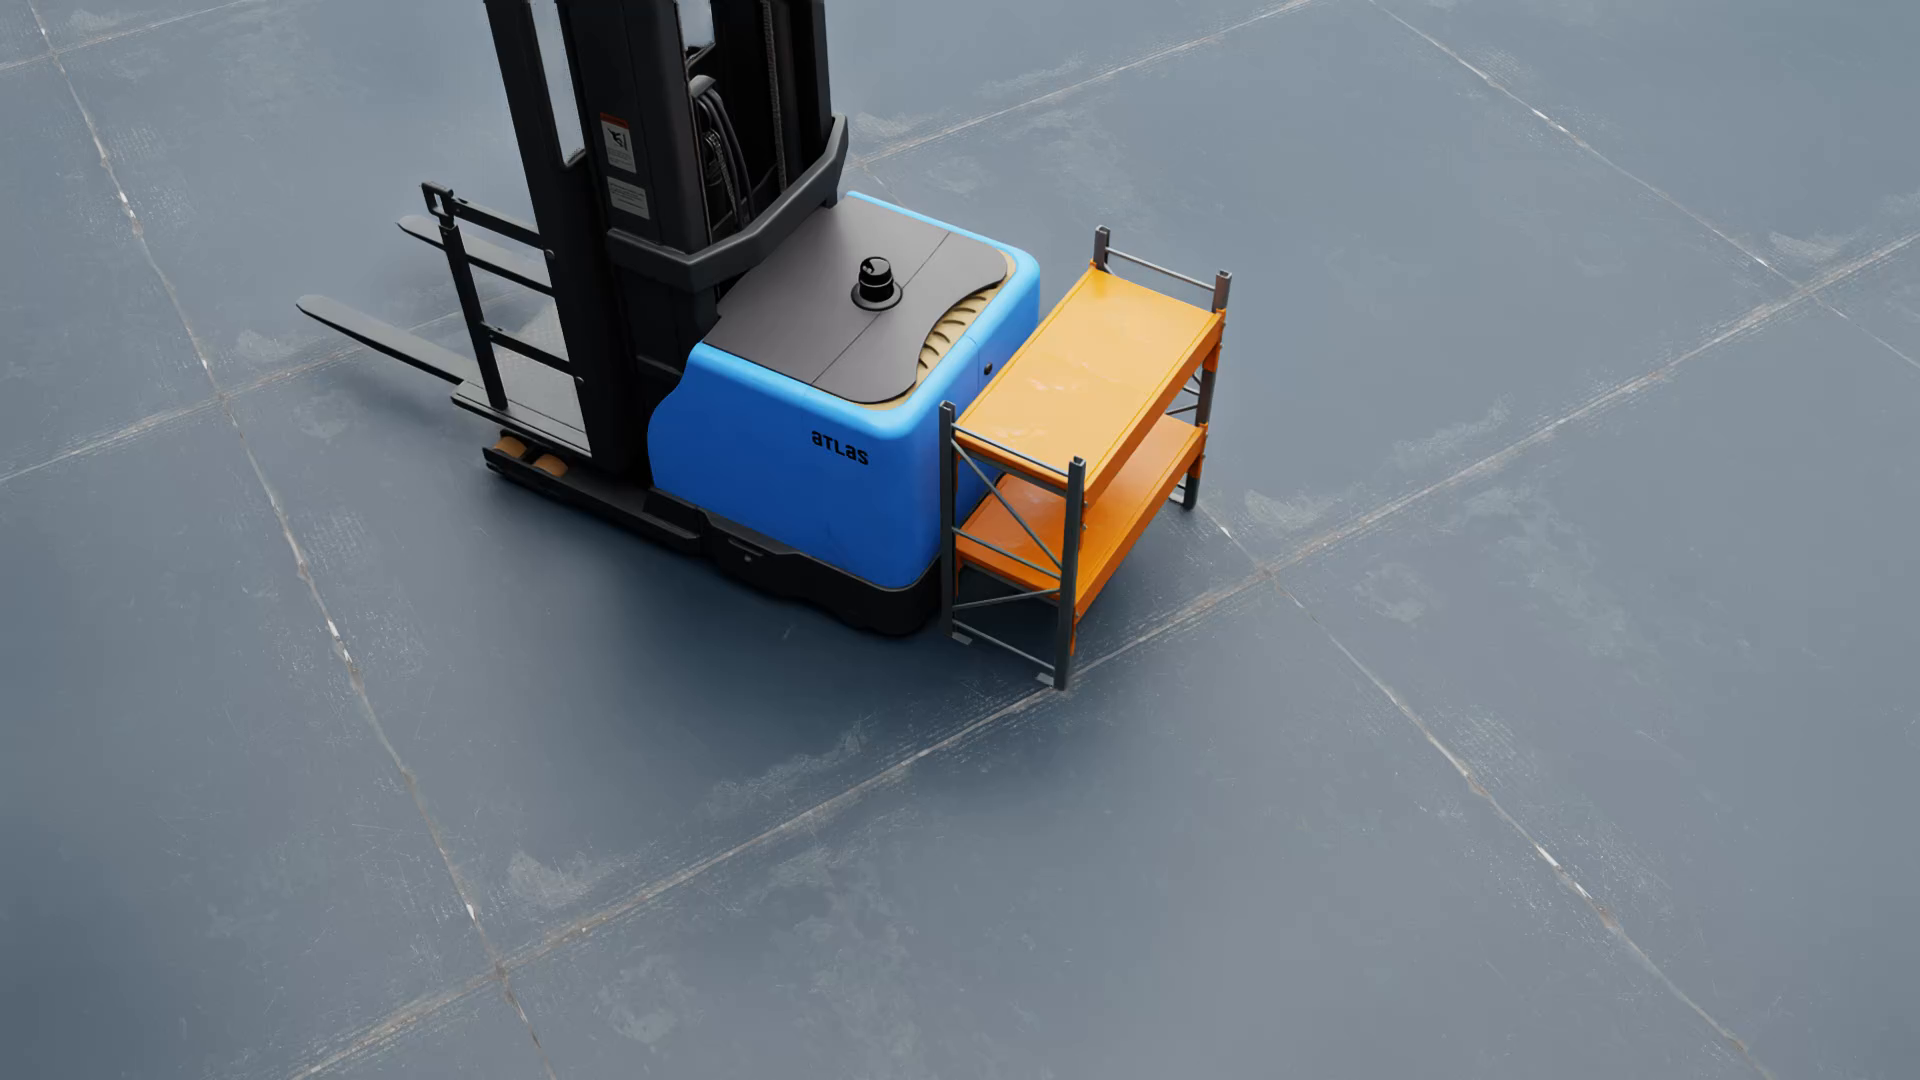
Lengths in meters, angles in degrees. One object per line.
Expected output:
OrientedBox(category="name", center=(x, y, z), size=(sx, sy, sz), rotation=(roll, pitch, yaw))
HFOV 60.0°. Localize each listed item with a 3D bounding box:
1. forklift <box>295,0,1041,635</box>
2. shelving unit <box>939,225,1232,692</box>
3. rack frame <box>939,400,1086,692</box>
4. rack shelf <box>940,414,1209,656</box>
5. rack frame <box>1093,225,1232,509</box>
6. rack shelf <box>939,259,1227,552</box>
OrientedBox(category="forklift", center=(-1.247, -1.460, 5.588), size=(3.031, 2.935, 1.130), rotation=(23, 52, 19))
OrientedBox(category="shelving unit", center=(0.420, -0.276, 5.743), size=(0.538, 1.125, 1.048), rotation=(24, 53, 20))
OrientedBox(category="rack frame", center=(0.155, 0.048, 5.454), size=(0.500, 1.125, 0.032), rotation=(24, 53, 20))
OrientedBox(category="rack shelf", center=(0.420, -0.113, 5.925), size=(0.538, 0.278, 1.000), rotation=(24, 53, 20))
OrientedBox(category="rack frame", center=(0.684, -0.600, 6.031), size=(0.500, 1.125, 0.032), rotation=(24, 53, 20))
OrientedBox(category="rack shelf", center=(0.420, -0.471, 5.524), size=(0.538, 0.278, 1.000), rotation=(24, 53, 20))
